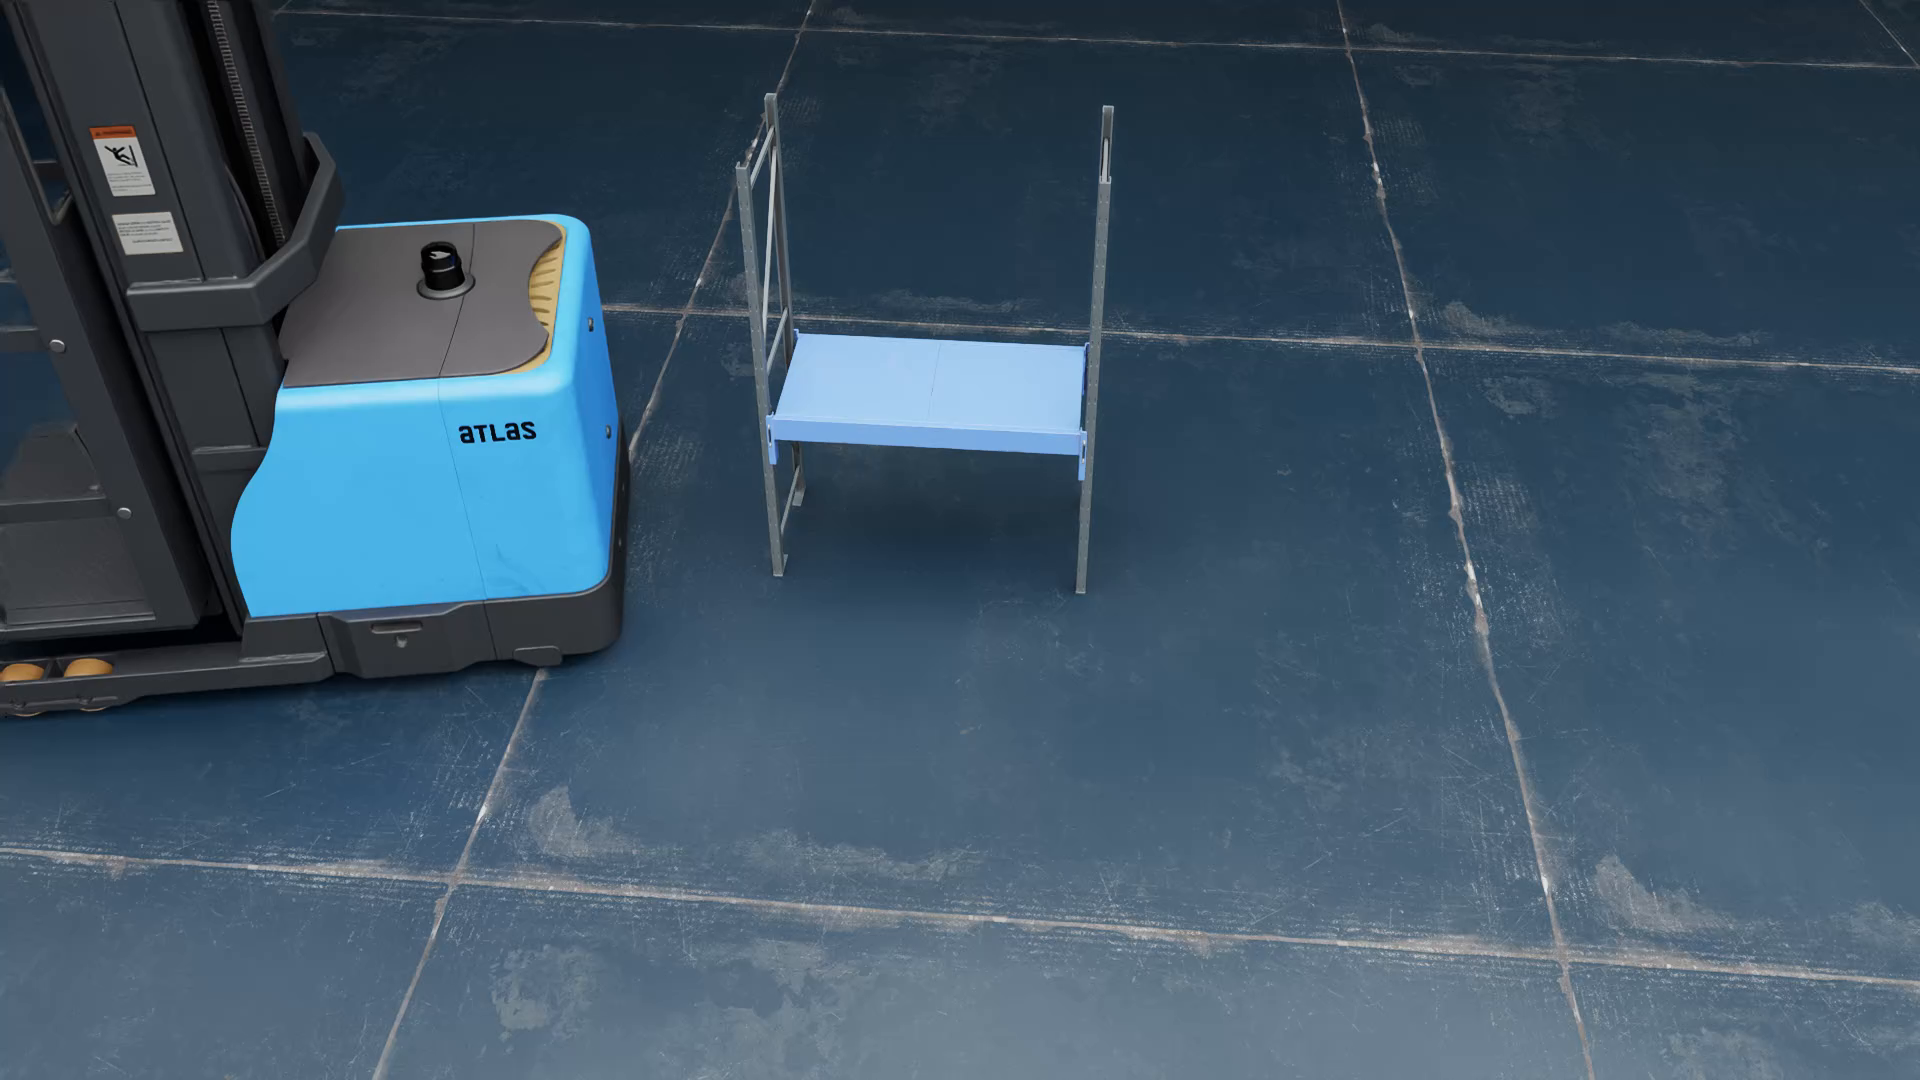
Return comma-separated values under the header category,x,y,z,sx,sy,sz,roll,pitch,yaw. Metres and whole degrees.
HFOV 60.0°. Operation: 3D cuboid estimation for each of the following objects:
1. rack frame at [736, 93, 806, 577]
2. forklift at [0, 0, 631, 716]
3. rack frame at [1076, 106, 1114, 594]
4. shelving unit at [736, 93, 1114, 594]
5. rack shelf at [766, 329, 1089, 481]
category,x,y,z,sx,sy,sz,roll,pitch,yaw
rack frame,-0.591,-0.614,5.316,0.032,1.500,0.500,3,39,4
forklift,-2.631,-0.951,4.597,3.031,2.935,1.130,-4,39,-5
rack frame,0.421,-0.559,5.248,0.032,1.500,0.500,3,39,4
shelving unit,-0.085,-0.586,5.282,1.048,1.500,0.538,3,39,4
rack shelf,-0.085,-0.447,5.396,1.000,0.185,0.538,3,39,4
